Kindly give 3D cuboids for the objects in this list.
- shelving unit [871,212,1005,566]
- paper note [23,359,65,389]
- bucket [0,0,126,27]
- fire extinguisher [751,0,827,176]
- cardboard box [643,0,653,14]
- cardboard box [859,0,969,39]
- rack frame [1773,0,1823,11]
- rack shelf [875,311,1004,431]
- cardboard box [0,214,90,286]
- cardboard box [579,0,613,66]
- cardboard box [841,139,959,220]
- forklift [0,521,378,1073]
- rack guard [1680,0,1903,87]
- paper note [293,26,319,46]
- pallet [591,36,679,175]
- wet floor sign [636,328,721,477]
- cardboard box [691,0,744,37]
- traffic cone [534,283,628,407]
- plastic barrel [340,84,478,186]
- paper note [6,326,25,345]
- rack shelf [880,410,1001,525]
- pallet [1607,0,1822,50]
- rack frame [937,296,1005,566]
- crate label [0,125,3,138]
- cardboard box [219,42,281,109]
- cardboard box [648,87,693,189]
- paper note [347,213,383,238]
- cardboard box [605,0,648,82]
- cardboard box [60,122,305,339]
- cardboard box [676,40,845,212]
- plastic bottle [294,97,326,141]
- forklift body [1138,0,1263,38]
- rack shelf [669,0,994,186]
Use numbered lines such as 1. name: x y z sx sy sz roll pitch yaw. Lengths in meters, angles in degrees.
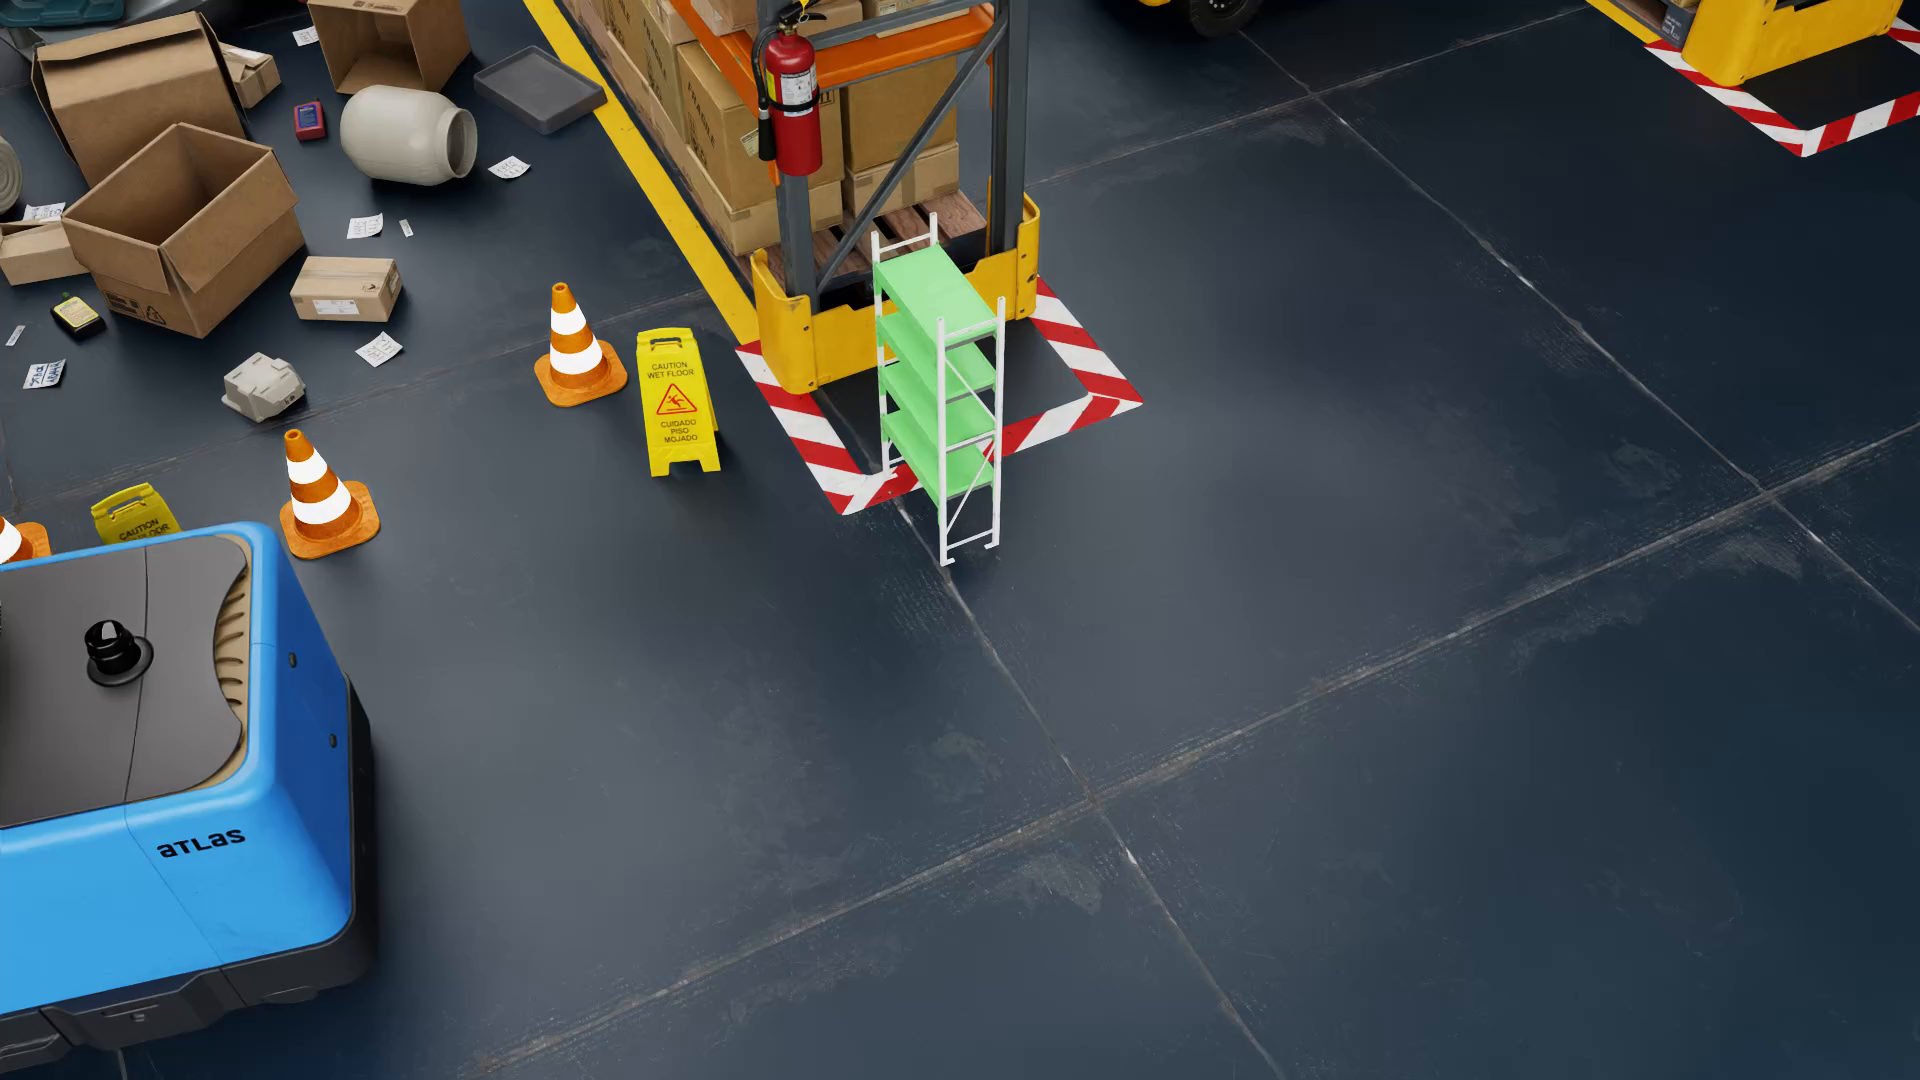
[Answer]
1. shelving unit: -0.076 -0.506 5.895 0.258 1.200 0.503 -21 52 -18
2. paper note: -3.760 -0.683 6.828 0.144 0.017 0.142 -5 49 -5
3. bucket: -4.289 -2.857 7.921 0.726 0.611 0.620 -5 39 -5
4. fire extinguisher: -0.573 -1.566 5.679 0.296 0.674 0.183 -21 52 -18
5. cardboard box: -1.154 -2.359 6.939 0.380 0.149 0.250 -20 52 -17
6. cardboard box: -0.187 -2.043 6.211 0.380 0.149 0.250 -21 52 -17
7. rack frame: 4.196 -3.539 7.353 1.000 3.000 0.127 -21 52 -18
8. rack shelf: -0.076 -0.622 5.763 0.258 0.148 0.480 -21 52 -18
9. cardboard box: -3.977 -1.316 7.224 0.396 0.266 0.258 -13 50 -11
10. cardboard box: -1.517 -2.542 8.028 0.500 0.250 0.500 -22 52 -18
11. cardboard box: -0.339 -1.695 7.288 0.500 0.250 0.500 -22 52 -18
12. forklift: -3.348 0.303 4.038 3.031 2.935 1.130 -11 50 -10
13. rack guard: 4.207 -2.700 8.280 1.175 0.500 0.348 -21 52 -18
14. paper note: -3.321 -2.585 8.490 0.148 0.019 0.142 -21 52 -18
15. pallet: -1.146 -2.331 8.149 1.003 0.211 1.213 -21 52 -18
16. wet floor sign: -1.081 -0.556 6.308 0.267 0.644 0.232 -5 49 -5
17. cardboard box: -0.792 -2.052 6.219 0.380 0.149 0.250 -22 52 -18
18. traffic cone: -1.560 -0.835 6.673 0.336 0.463 0.334 -21 52 -18
19. plastic barrel: -2.507 -1.840 7.578 0.512 0.421 0.421 10 50 8
20. paper note: -3.973 -0.861 6.996 0.032 0.001 0.123 2 49 2
21. rack shelf: -0.076 -0.306 6.124 0.258 0.148 0.480 -21 52 -18
22. pallet: 3.809 -3.119 8.837 1.003 0.211 1.213 -21 52 -18
23. rack frame: 0.036 -0.342 5.752 0.240 1.200 0.015 -21 52 -18
24. crate label: -4.671 -1.894 7.815 0.250 0.136 0.298 18 51 15
25. cardboard box: -3.582 -2.320 8.102 0.396 0.266 0.258 18 51 15
26. cardboard box: -1.055 -1.858 7.430 0.500 0.250 0.500 -21 52 -17
27. paper note: -2.674 -1.413 7.473 0.148 0.019 0.142 -5 49 -5
28. cardboard box: -1.281 -2.442 7.442 0.500 0.500 0.500 -22 52 -18
29. cardboard box: -3.271 -1.309 7.060 0.637 0.503 0.797 18 51 15
30. cardboard box: -0.815 -1.753 6.840 0.500 0.500 0.500 -21 52 -17
31. plastic bottle: -3.124 -2.027 7.982 0.133 0.061 0.283 -13 50 -11
32. forklift body: 1.706 -3.901 8.233 2.313 2.155 1.214 -21 52 -18
33. rack shelf: -1.131 -2.929 7.297 1.077 0.370 4.000 -21 52 -18
